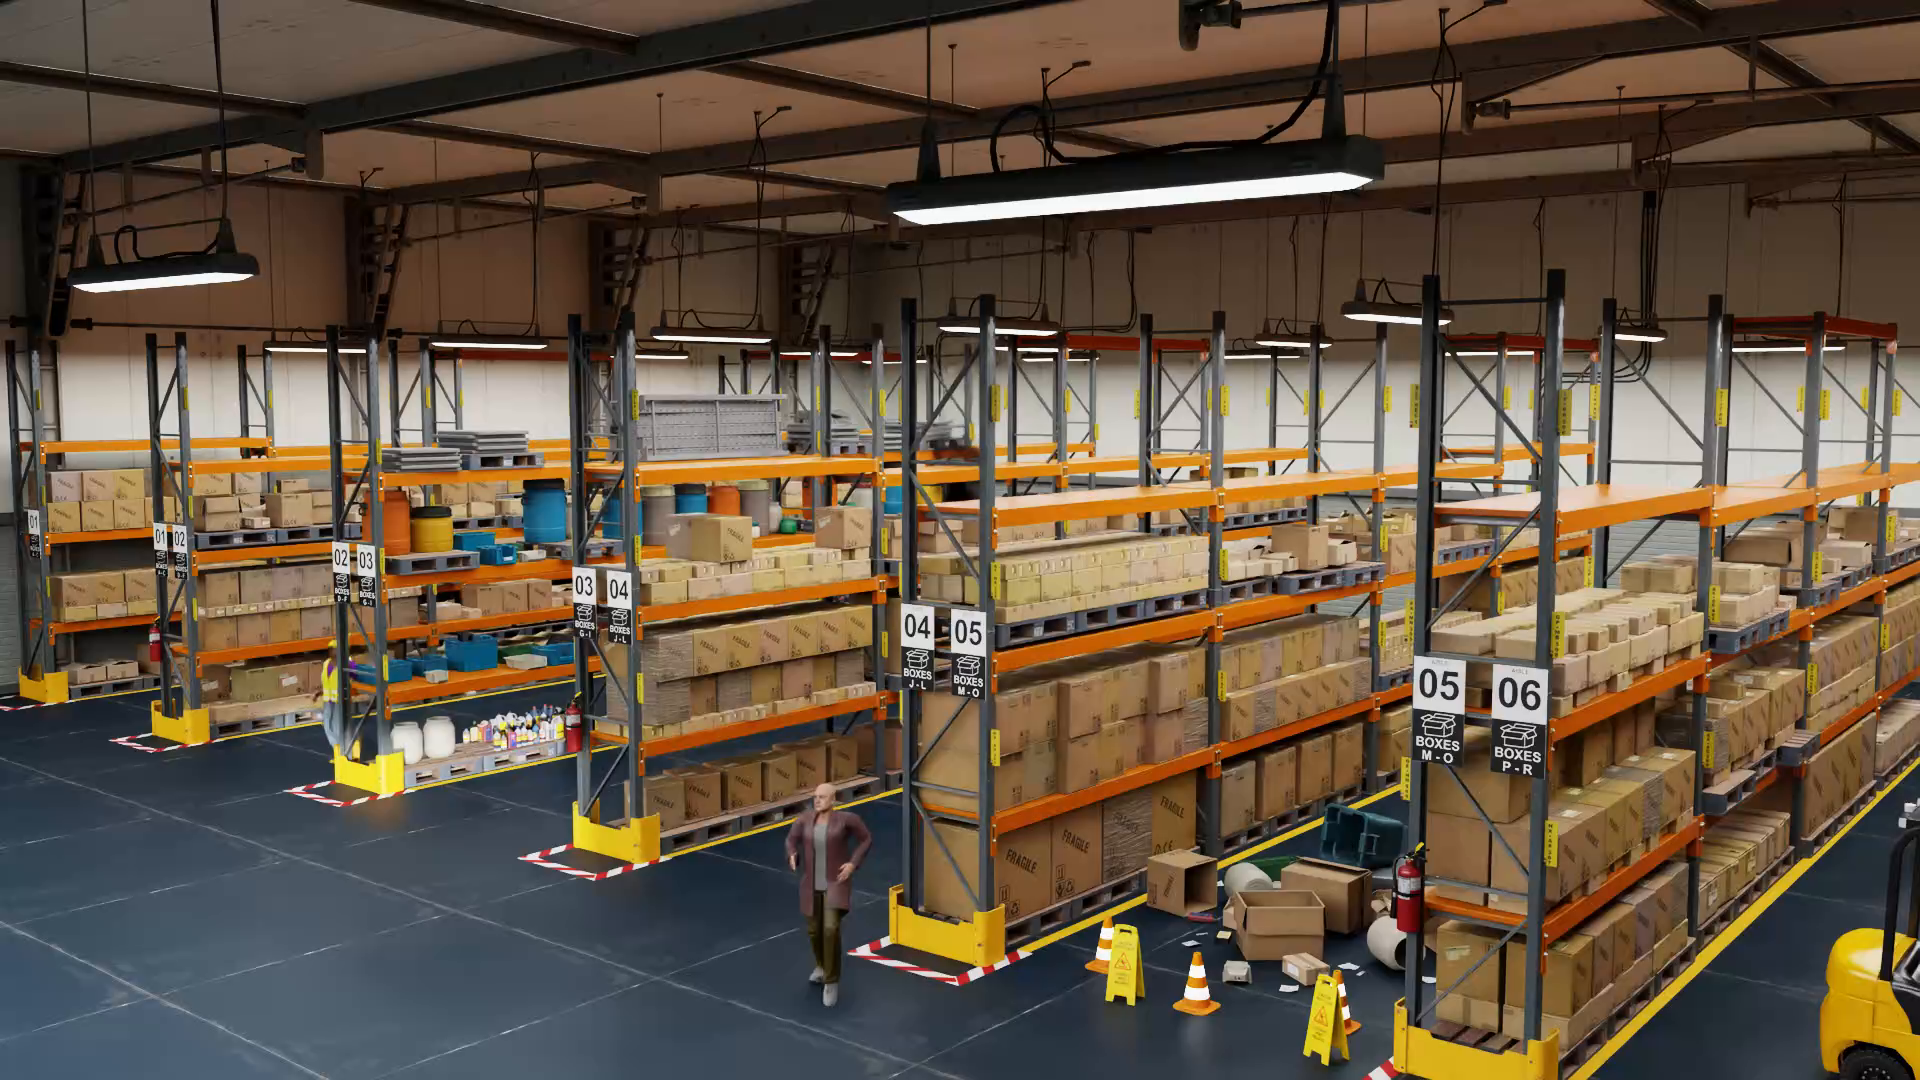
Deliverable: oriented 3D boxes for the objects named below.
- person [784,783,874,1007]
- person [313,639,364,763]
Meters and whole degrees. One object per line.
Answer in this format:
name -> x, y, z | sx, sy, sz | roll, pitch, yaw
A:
person -> -1.164, 2.995, 14.282 | 0.770, 1.823, 0.739 | 1, 5, 15
person -> -8.623, 2.225, 23.135 | 0.686, 1.722, 0.589 | 2, 6, 21
